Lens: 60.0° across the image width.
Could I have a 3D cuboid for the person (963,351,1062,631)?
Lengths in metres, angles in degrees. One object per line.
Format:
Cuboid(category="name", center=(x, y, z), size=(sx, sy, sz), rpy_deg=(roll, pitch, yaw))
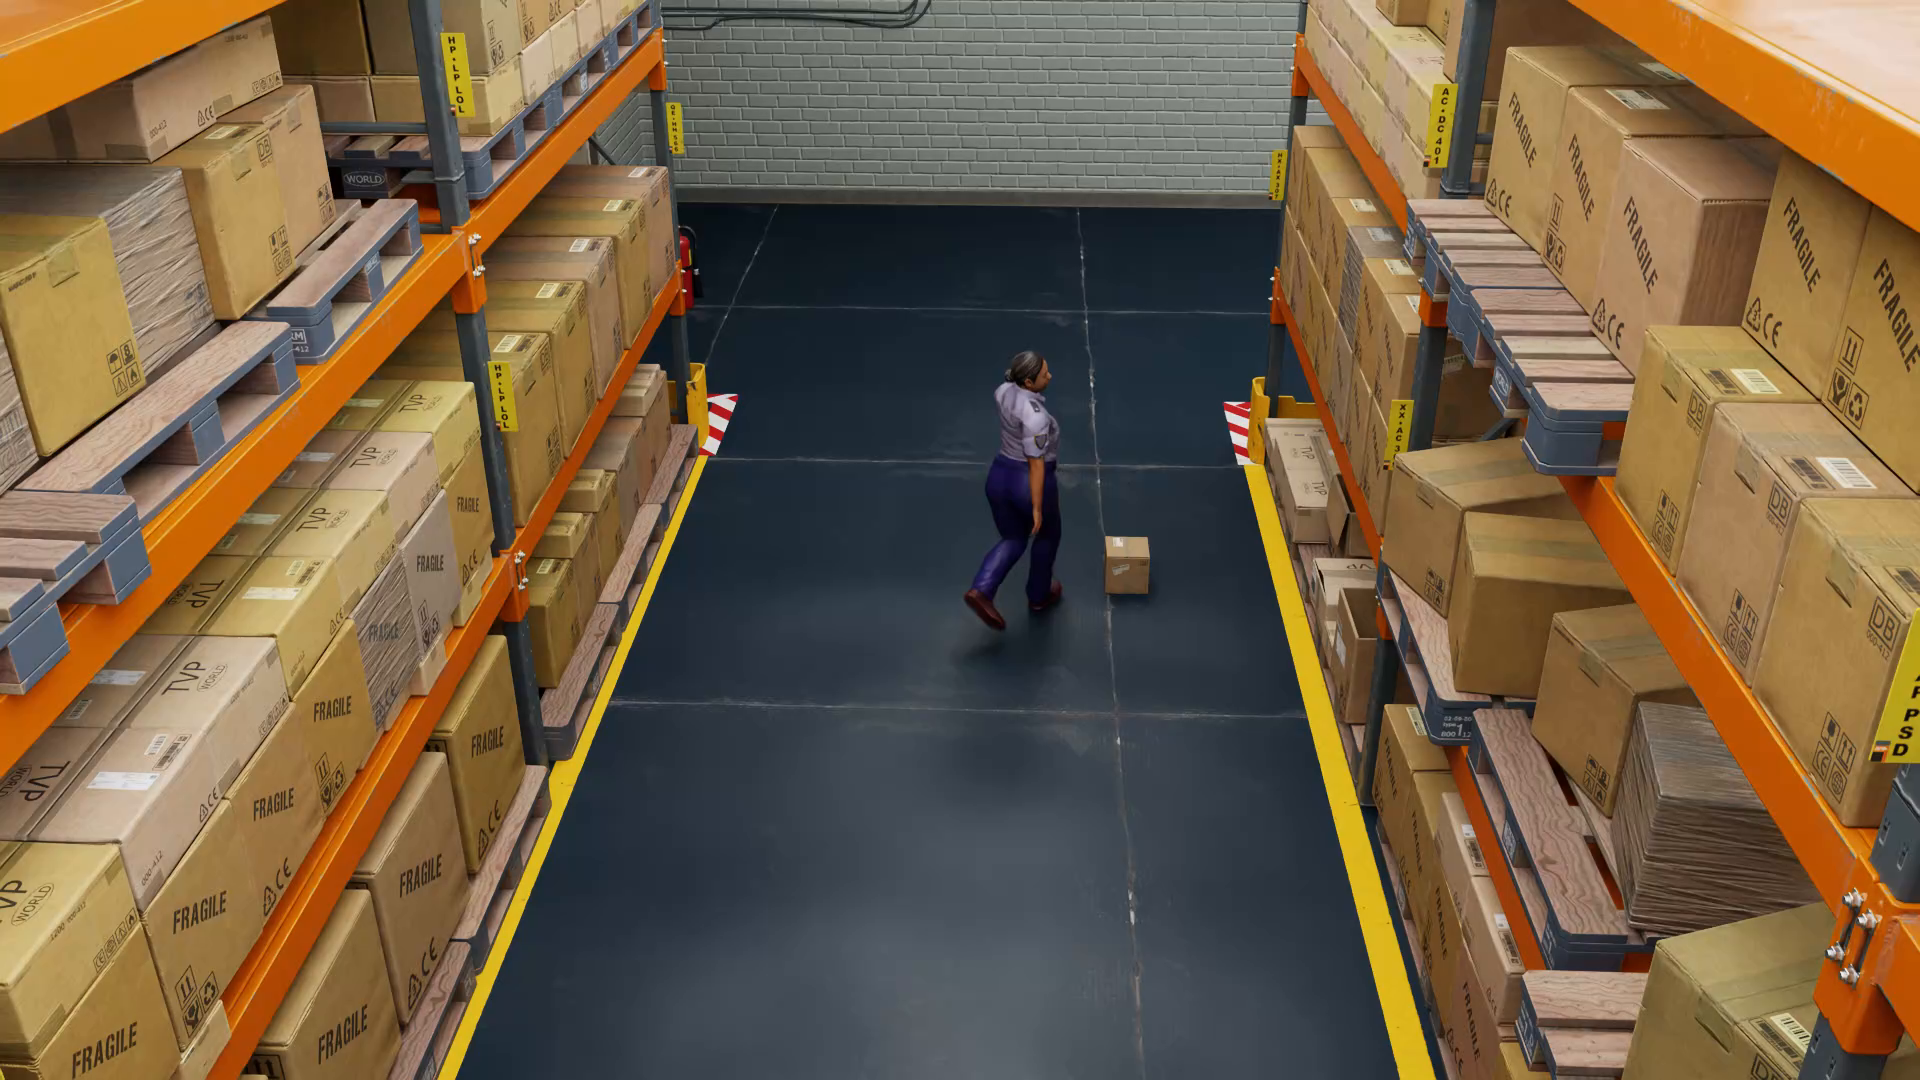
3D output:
Cuboid(category="person", center=(0.315, -0.283, 9.178), size=(0.474, 1.596, 0.770), rpy_deg=(25, 37, 38))
